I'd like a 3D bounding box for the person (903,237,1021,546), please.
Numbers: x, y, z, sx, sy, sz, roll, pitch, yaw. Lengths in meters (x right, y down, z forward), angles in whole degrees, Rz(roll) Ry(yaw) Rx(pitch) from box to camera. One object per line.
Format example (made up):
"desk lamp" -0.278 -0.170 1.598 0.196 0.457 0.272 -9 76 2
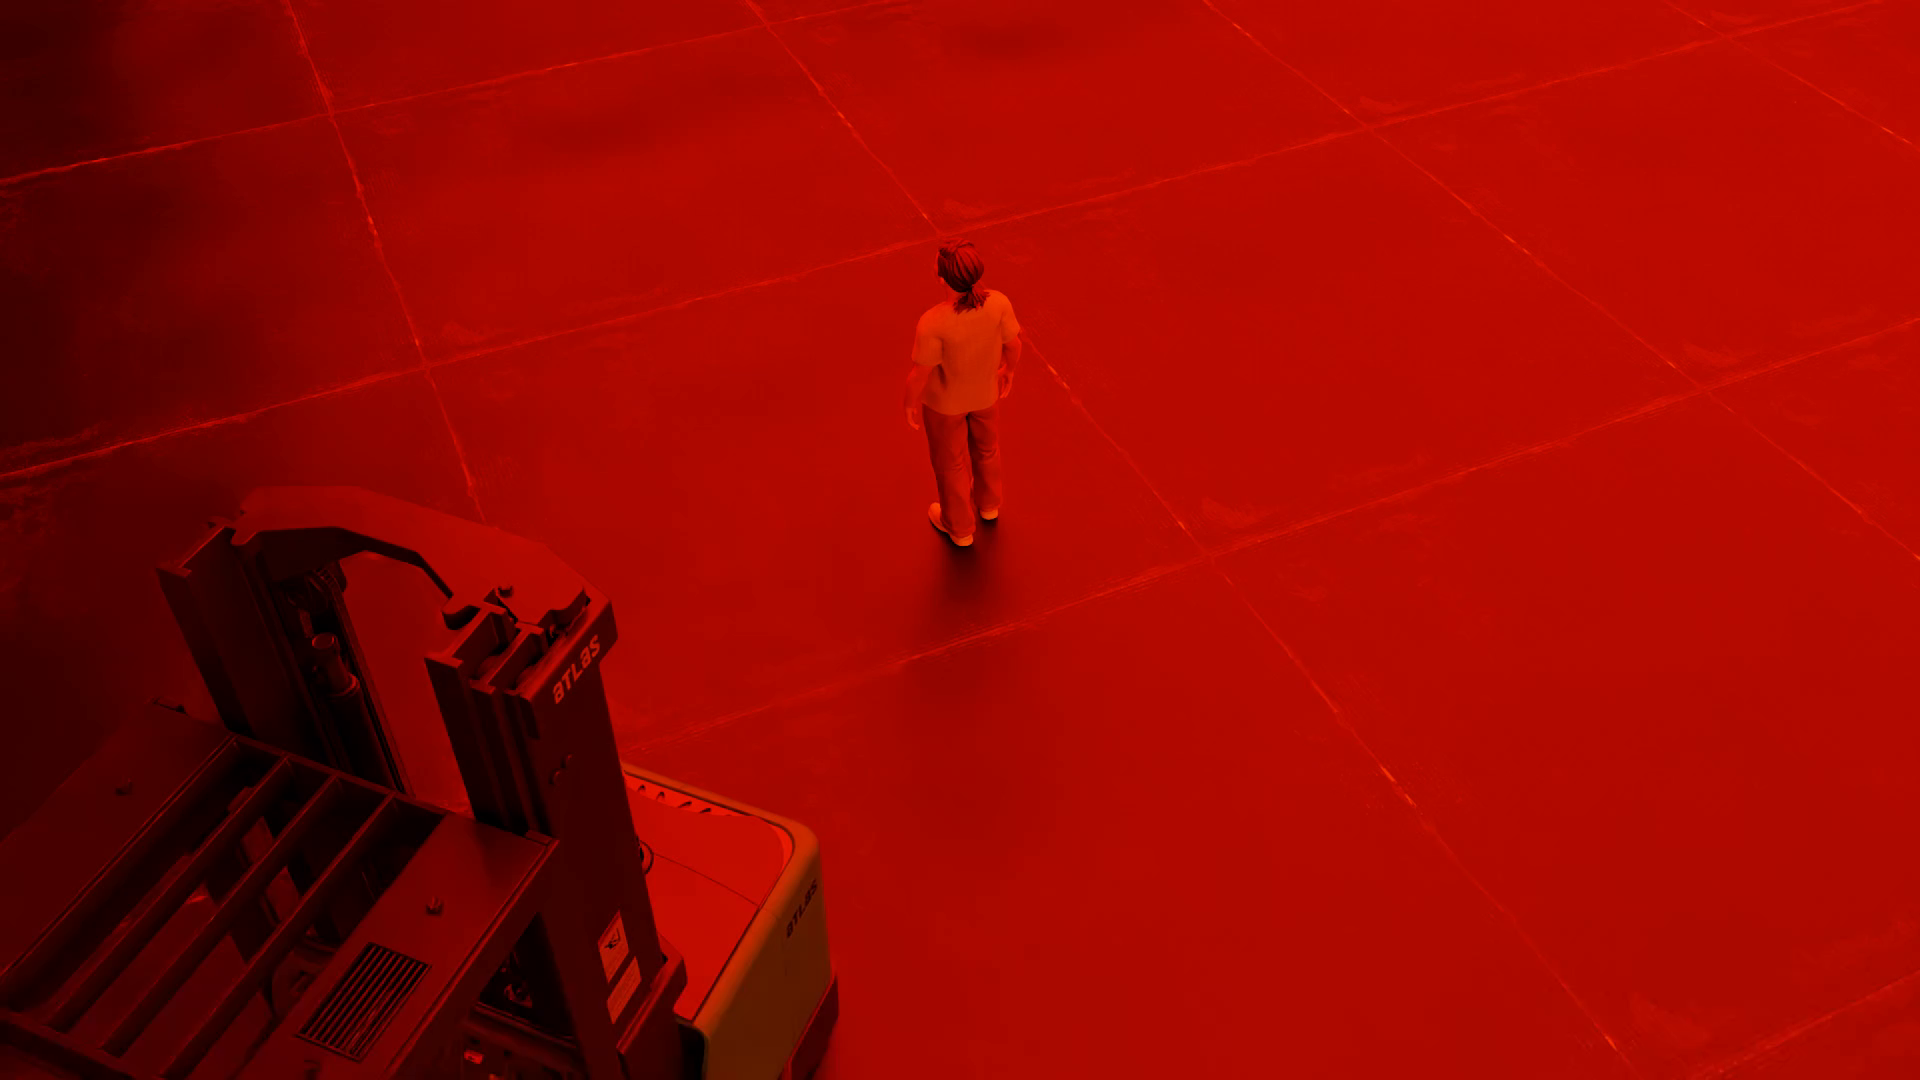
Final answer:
"person" -0.021 -0.666 7.304 0.555 1.675 0.549 -18 46 -18

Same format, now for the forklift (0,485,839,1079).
"forklift" -1.460 1.435 4.142 1.130 2.935 3.031 16 45 16
